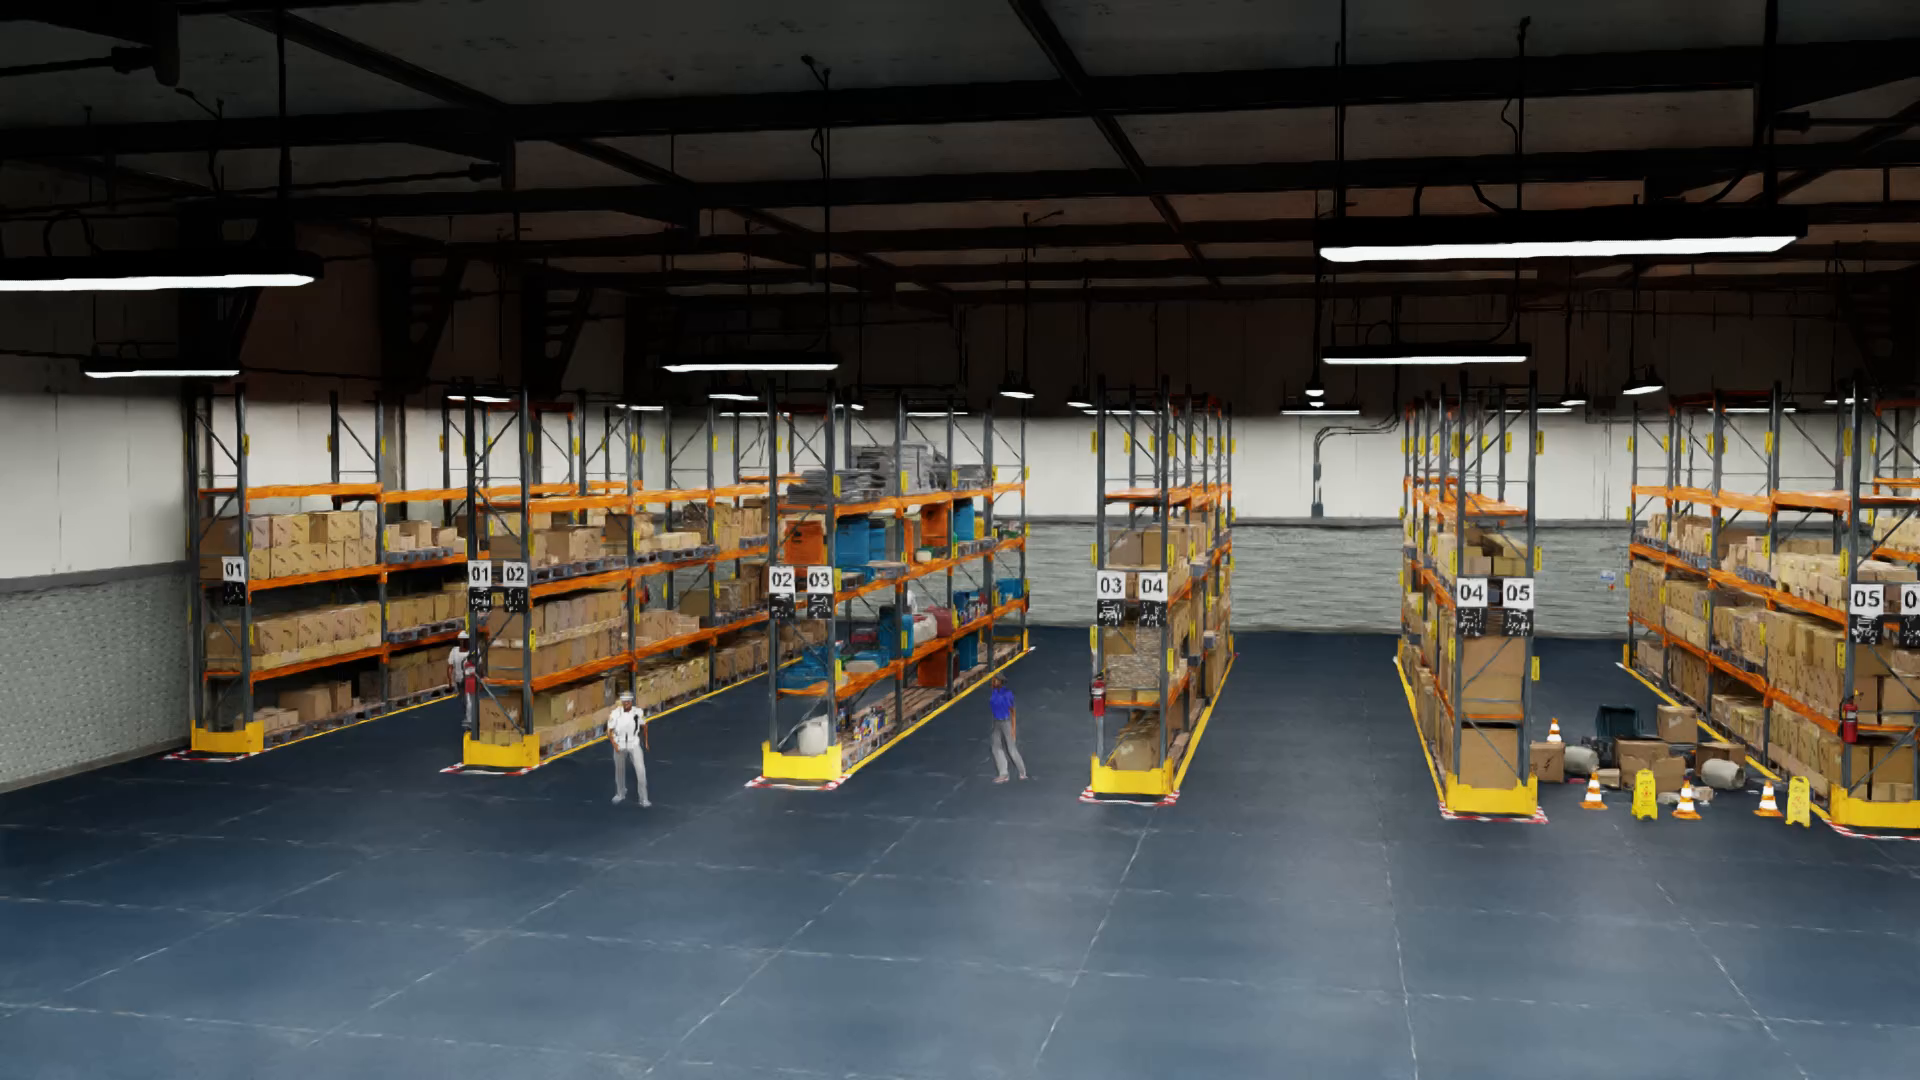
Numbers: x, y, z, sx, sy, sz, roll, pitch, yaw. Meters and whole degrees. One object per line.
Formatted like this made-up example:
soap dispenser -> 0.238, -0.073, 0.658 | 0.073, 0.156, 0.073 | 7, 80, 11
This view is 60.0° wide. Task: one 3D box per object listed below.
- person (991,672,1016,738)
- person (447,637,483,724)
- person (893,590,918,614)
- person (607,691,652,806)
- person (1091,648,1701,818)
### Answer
person -> 0.616, 2.454, 24.663 | 0.250, 1.002, 0.482 | -3, 4, -41
person -> -8.768, 2.444, 29.544 | 0.571, 1.617, 0.852 | 0, 3, 4
person -> -1.326, 1.804, 40.346 | 0.598, 1.651, 1.013 | 1, 3, 14
person -> -4.577, 2.871, 23.097 | 0.612, 1.615, 0.776 | 0, 3, -7
person -> -1.847, 0.628, 24.101 | 23.950, 6.000, 20.361 | 1, 3, 10
